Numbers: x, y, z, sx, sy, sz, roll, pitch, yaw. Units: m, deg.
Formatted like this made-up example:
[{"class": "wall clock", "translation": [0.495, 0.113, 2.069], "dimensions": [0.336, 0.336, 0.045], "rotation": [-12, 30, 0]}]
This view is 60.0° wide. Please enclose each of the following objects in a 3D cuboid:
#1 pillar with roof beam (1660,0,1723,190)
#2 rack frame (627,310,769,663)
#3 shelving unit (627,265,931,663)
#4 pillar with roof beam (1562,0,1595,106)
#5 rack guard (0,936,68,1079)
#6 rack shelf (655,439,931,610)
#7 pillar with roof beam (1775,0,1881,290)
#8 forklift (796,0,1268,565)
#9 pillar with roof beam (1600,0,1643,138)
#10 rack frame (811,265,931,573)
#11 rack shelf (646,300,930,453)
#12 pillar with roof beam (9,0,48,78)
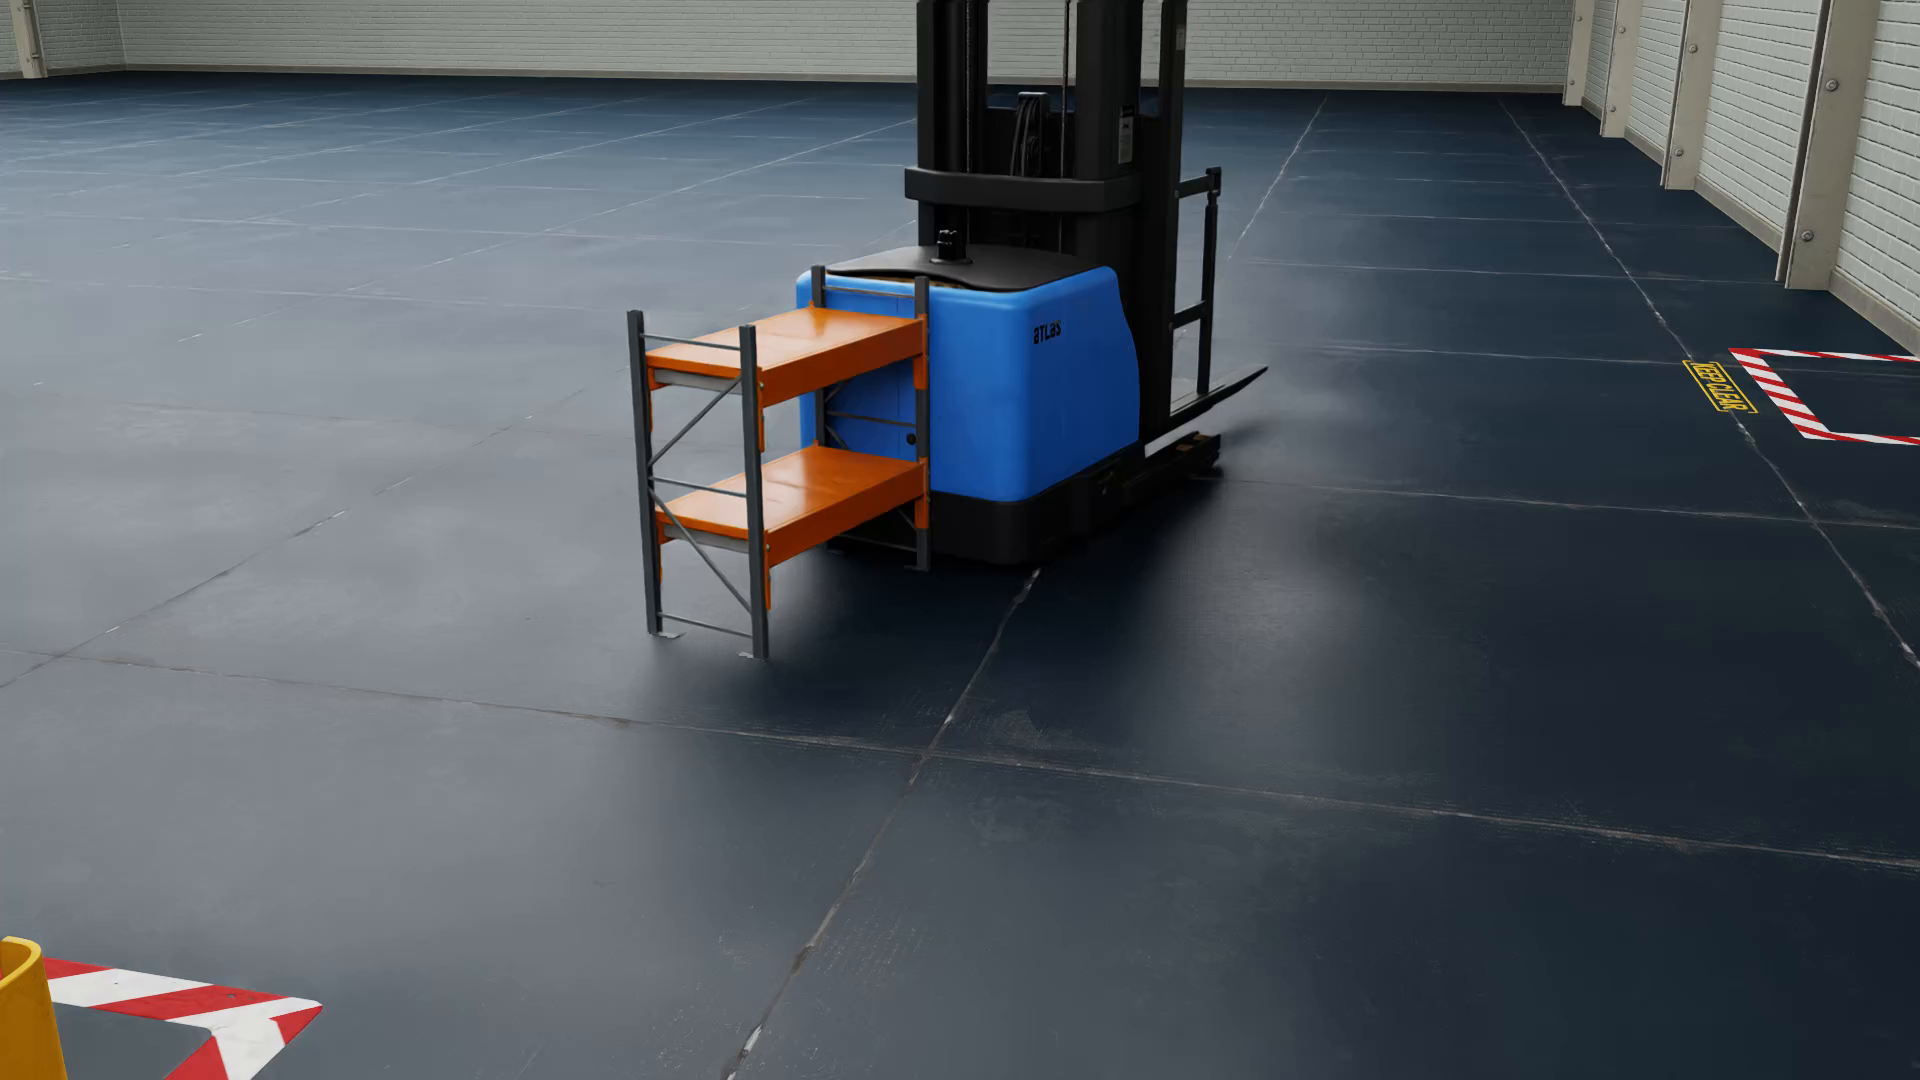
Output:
[{"class": "pillar with roof beam", "translation": [3.452, -8.343, 17.192], "dimensions": [9.100, 9.000, 0.400], "rotation": [5, 19, 13]}, {"class": "rack frame", "translation": [-0.855, -0.171, 5.447], "dimensions": [0.500, 1.125, 0.032], "rotation": [11, 22, 29]}, {"class": "shelving unit", "translation": [-0.595, -0.312, 5.860], "dimensions": [0.538, 1.125, 1.048], "rotation": [11, 22, 29]}, {"class": "pillar with roof beam", "translation": [6.384, -12.105, 28.204], "dimensions": [9.100, 9.000, 0.400], "rotation": [5, 19, 13]}, {"class": "rack guard", "translation": [-2.237, 0.975, 3.060], "dimensions": [1.175, 0.500, 0.348], "rotation": [5, 19, 13]}, {"class": "rack shelf", "translation": [-0.595, -0.080, 5.939], "dimensions": [0.538, 0.278, 1.000], "rotation": [11, 22, 29]}, {"class": "pillar with roof beam", "translation": [1.986, -6.463, 11.687], "dimensions": [9.100, 9.000, 0.400], "rotation": [5, 19, 13]}, {"class": "forklift", "translation": [0.540, -1.721, 7.191], "dimensions": [1.130, 2.935, 3.031], "rotation": [11, 22, 29]}, {"class": "pillar with roof beam", "translation": [4.918, -10.224, 22.698], "dimensions": [9.100, 9.000, 0.400], "rotation": [5, 19, 13]}, {"class": "rack frame", "translation": [-0.334, -0.453, 6.273], "dimensions": [0.500, 1.125, 0.032], "rotation": [11, 22, 29]}, {"class": "rack shelf", "translation": [-0.595, -0.589, 5.766], "dimensions": [0.538, 0.278, 1.000], "rotation": [11, 22, 29]}, {"class": "pillar with roof beam", "translation": [-15.812, -13.912, 33.497], "dimensions": [9.100, 9.000, 0.400], "rotation": [5, 19, 13]}]
